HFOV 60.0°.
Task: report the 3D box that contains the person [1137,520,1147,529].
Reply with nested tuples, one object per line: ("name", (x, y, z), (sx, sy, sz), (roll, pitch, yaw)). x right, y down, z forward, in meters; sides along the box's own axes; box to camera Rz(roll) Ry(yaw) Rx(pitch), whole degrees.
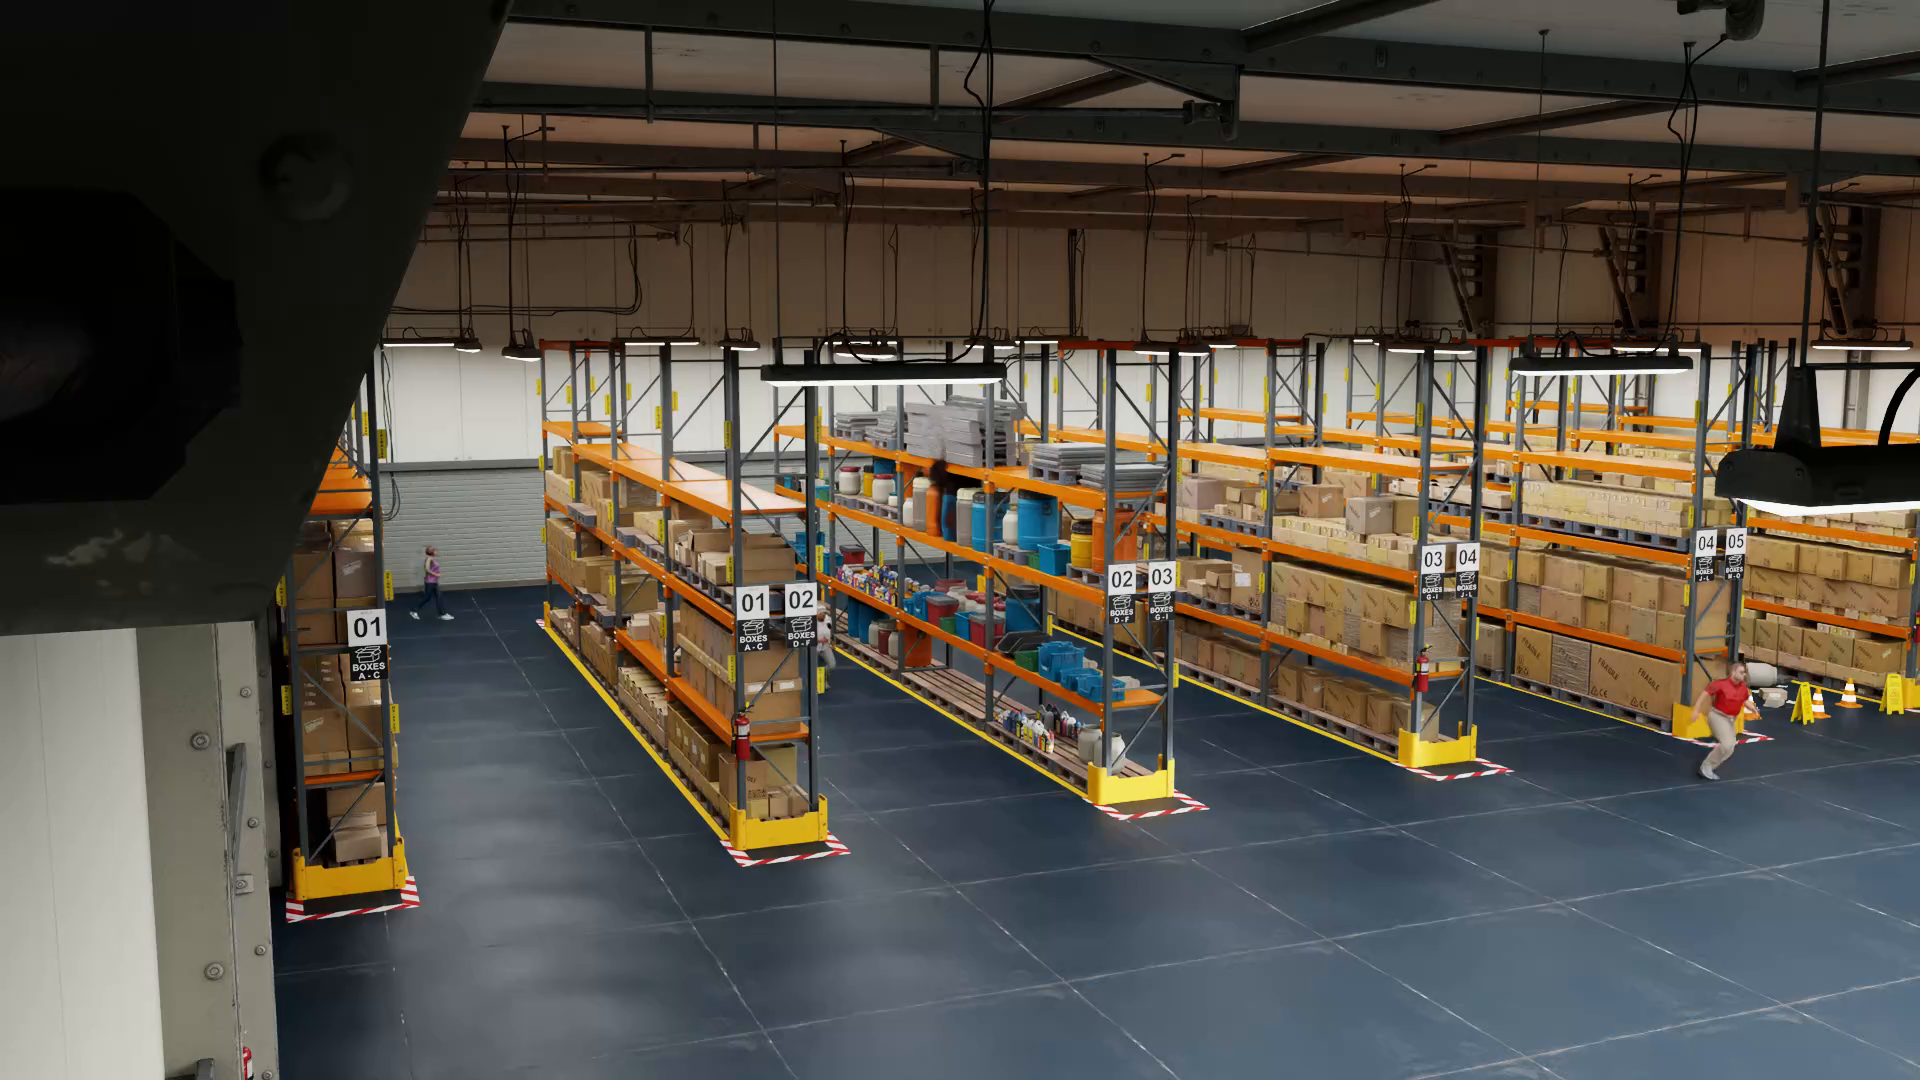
("person", (4.499, 0.188, 41.058), (0.593, 1.644, 0.954), (2, 8, 12))

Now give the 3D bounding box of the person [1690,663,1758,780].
("person", (10.711, 2.548, 23.150), (0.855, 1.654, 0.675), (-5, 9, -34))

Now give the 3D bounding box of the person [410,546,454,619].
("person", (-11.269, 0.908, 35.458), (0.903, 1.572, 0.589), (-1, 7, -7))

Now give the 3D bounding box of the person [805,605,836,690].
("person", (-2.403, 1.855, 28.547), (0.609, 1.557, 0.827), (-4, 9, -31))
